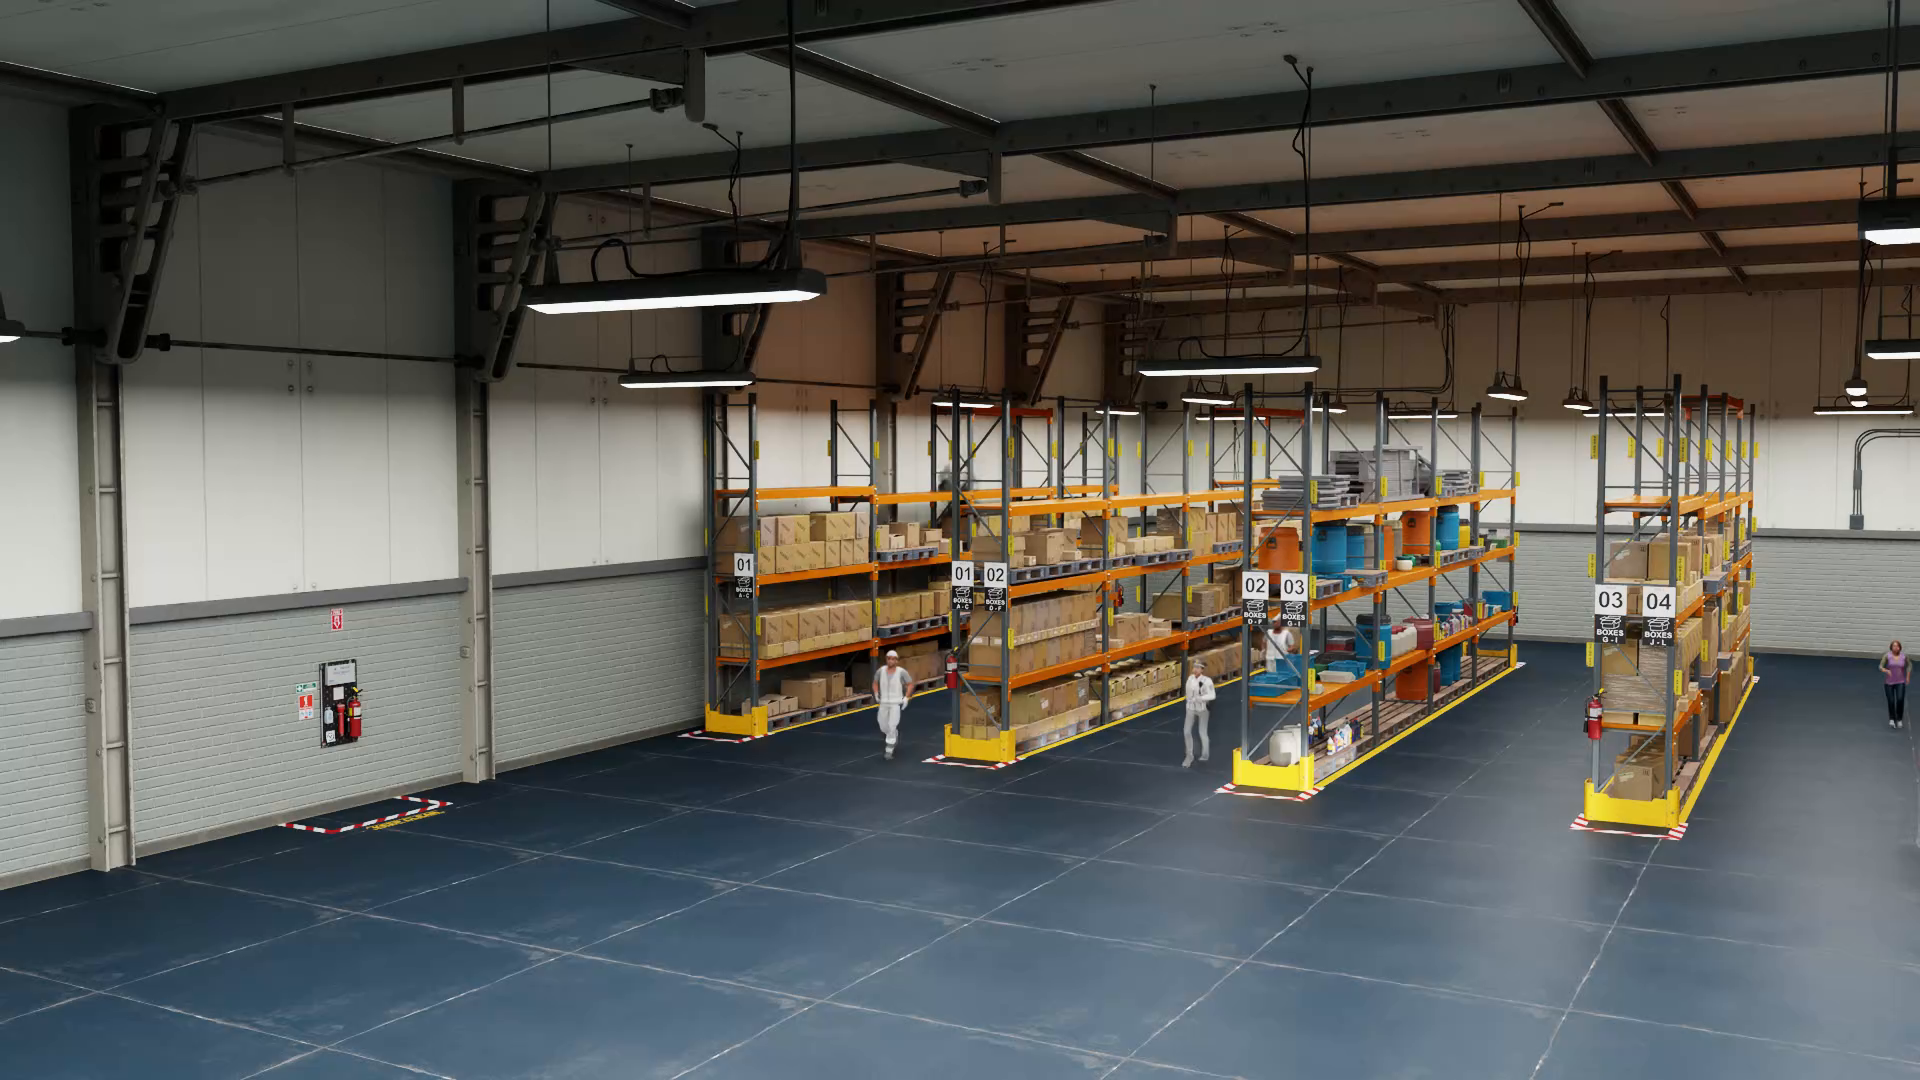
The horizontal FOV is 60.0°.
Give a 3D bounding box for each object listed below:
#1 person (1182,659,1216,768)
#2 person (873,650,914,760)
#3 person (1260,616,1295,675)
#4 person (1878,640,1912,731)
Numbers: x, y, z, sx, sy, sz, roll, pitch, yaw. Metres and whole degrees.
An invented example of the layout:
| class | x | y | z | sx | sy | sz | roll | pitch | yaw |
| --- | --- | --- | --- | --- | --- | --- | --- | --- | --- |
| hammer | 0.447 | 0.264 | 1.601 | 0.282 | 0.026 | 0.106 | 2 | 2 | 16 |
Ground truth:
| class | x | y | z | sx | sy | sz | roll | pitch | yaw |
| --- | --- | --- | --- | --- | --- | --- | --- | --- | --- |
| person | 3.787 | 2.735 | 26.375 | 0.595 | 1.731 | 0.735 | 2 | 4 | 29 |
| person | -1.108 | 2.671 | 27.182 | 0.691 | 1.755 | 0.664 | 1 | 3 | 15 |
| person | 6.231 | 2.364 | 32.687 | 0.696 | 1.750 | 0.826 | 1 | 3 | 23 |
| person | 16.750 | 2.599 | 29.801 | 0.532 | 1.615 | 0.678 | 2 | 4 | 30 |
